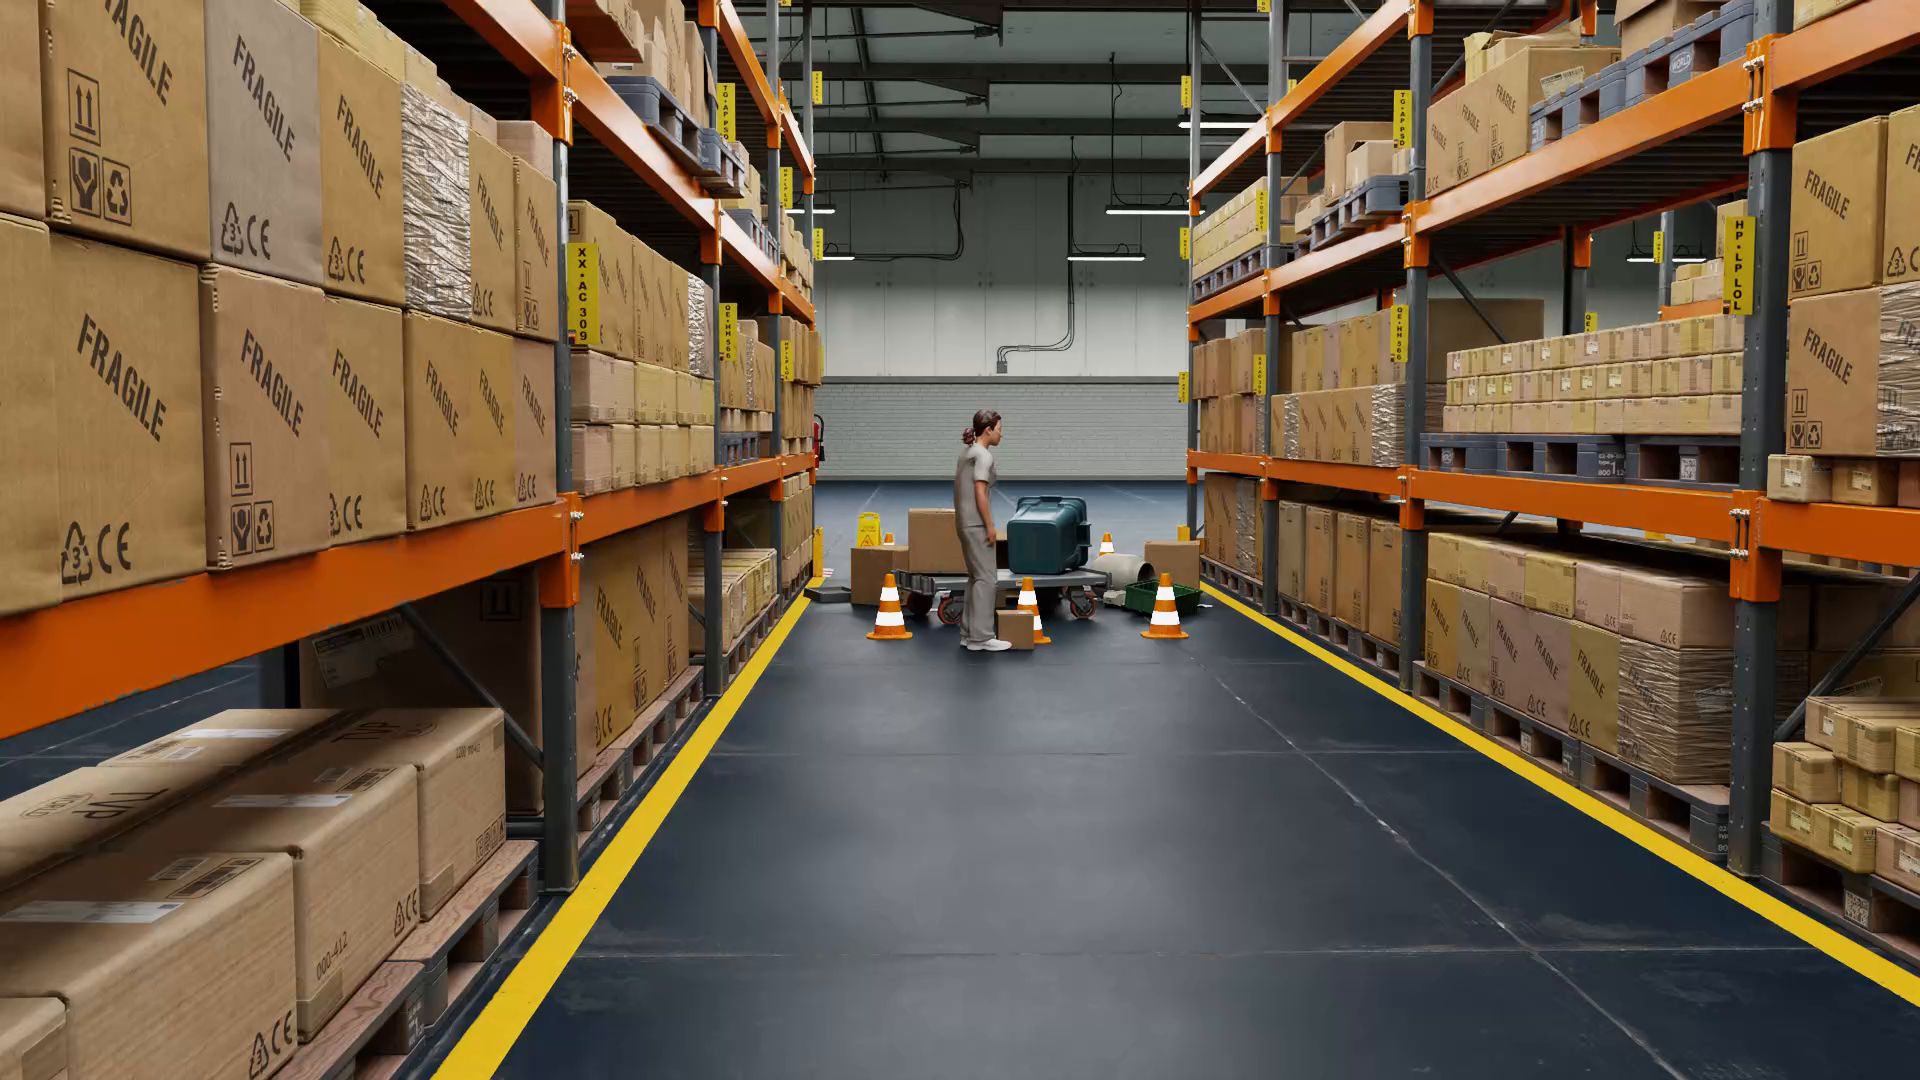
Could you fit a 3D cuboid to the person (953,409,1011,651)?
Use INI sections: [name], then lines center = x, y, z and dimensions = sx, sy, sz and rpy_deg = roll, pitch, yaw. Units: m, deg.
[person]
center = 0.144, -0.079, 11.633
dimensions = 0.362, 1.672, 0.488
rpy_deg = -1, 4, -12
